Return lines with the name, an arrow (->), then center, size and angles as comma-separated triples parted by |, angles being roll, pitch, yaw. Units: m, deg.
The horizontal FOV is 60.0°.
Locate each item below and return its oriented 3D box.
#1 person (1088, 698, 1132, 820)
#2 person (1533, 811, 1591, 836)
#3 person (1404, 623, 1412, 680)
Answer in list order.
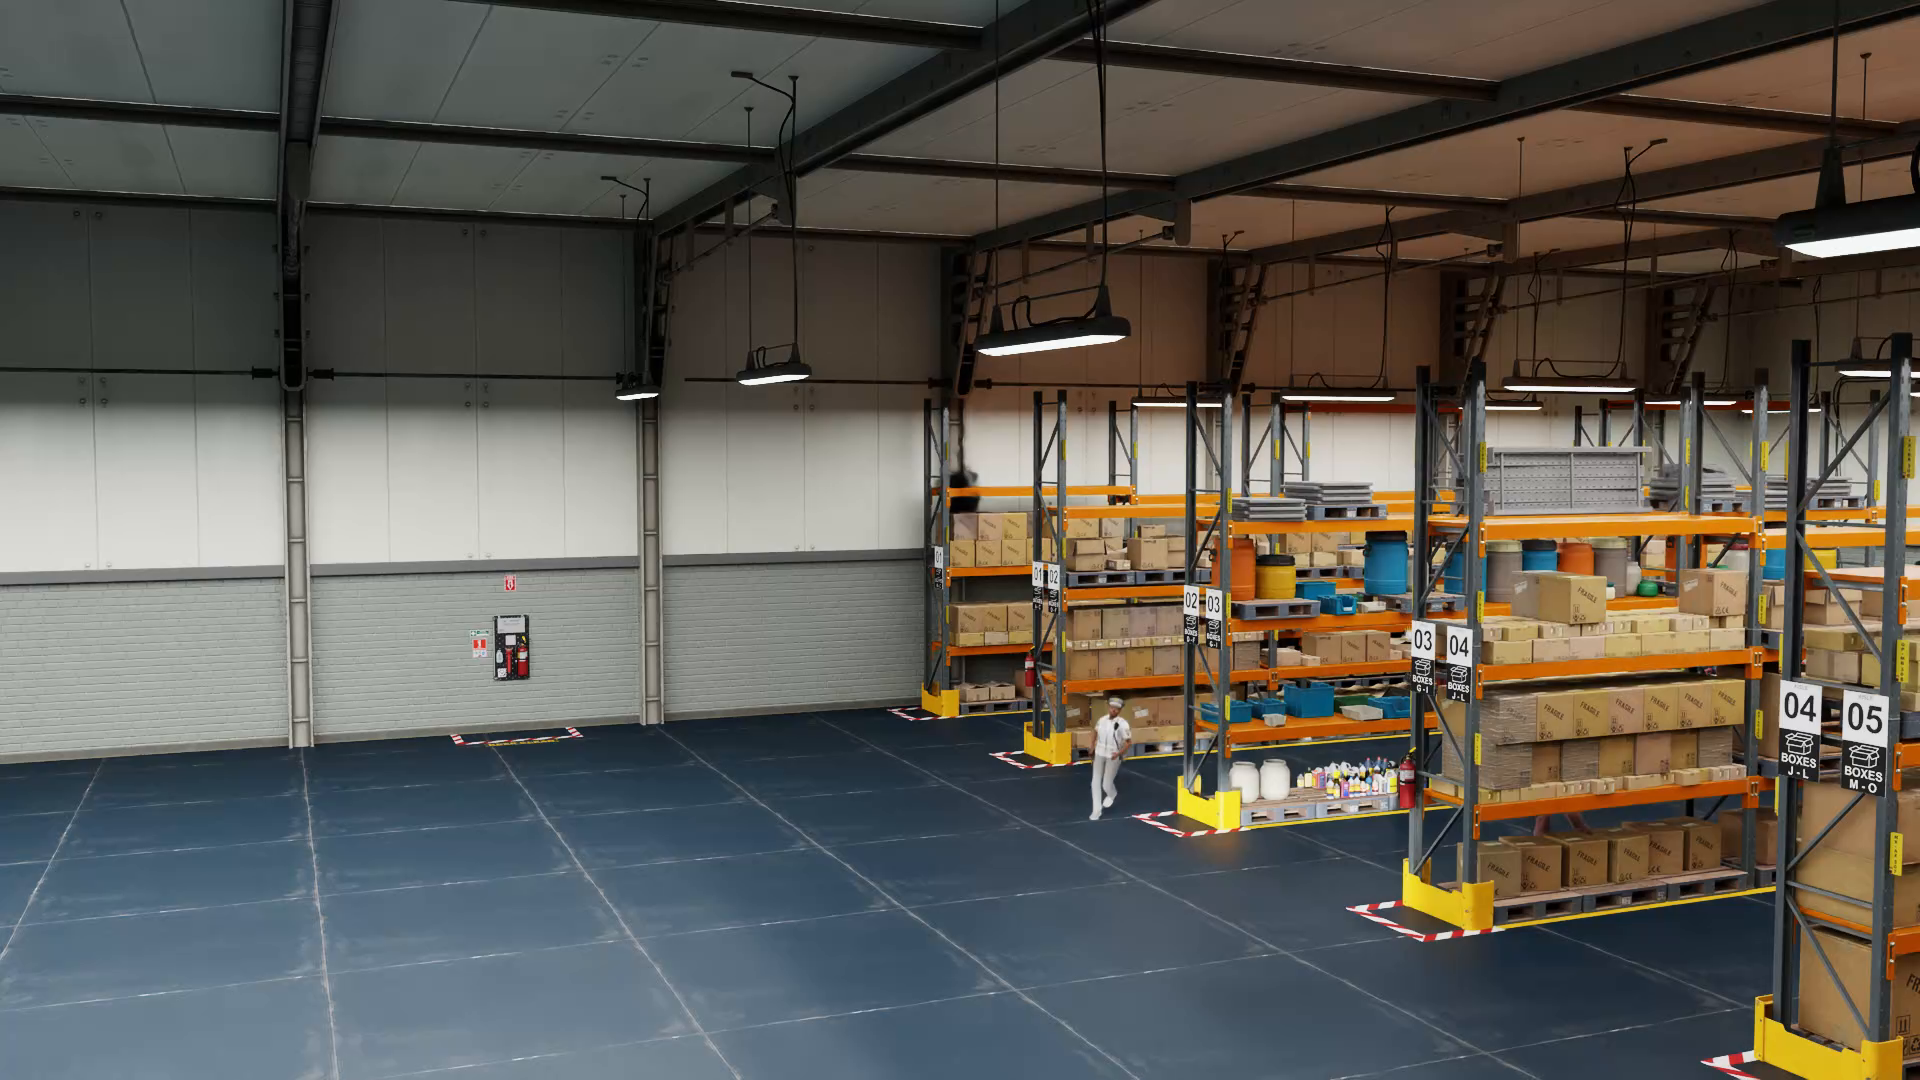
person -> 2.064, 2.998, 22.943 | 0.625, 1.670, 0.694 | 2, 4, 28
person -> 7.513, 3.078, 20.811 | 0.940, 1.678, 0.568 | -2, 4, -24
person -> 9.077, 2.336, 33.110 | 0.687, 1.718, 0.689 | -2, 4, -27
